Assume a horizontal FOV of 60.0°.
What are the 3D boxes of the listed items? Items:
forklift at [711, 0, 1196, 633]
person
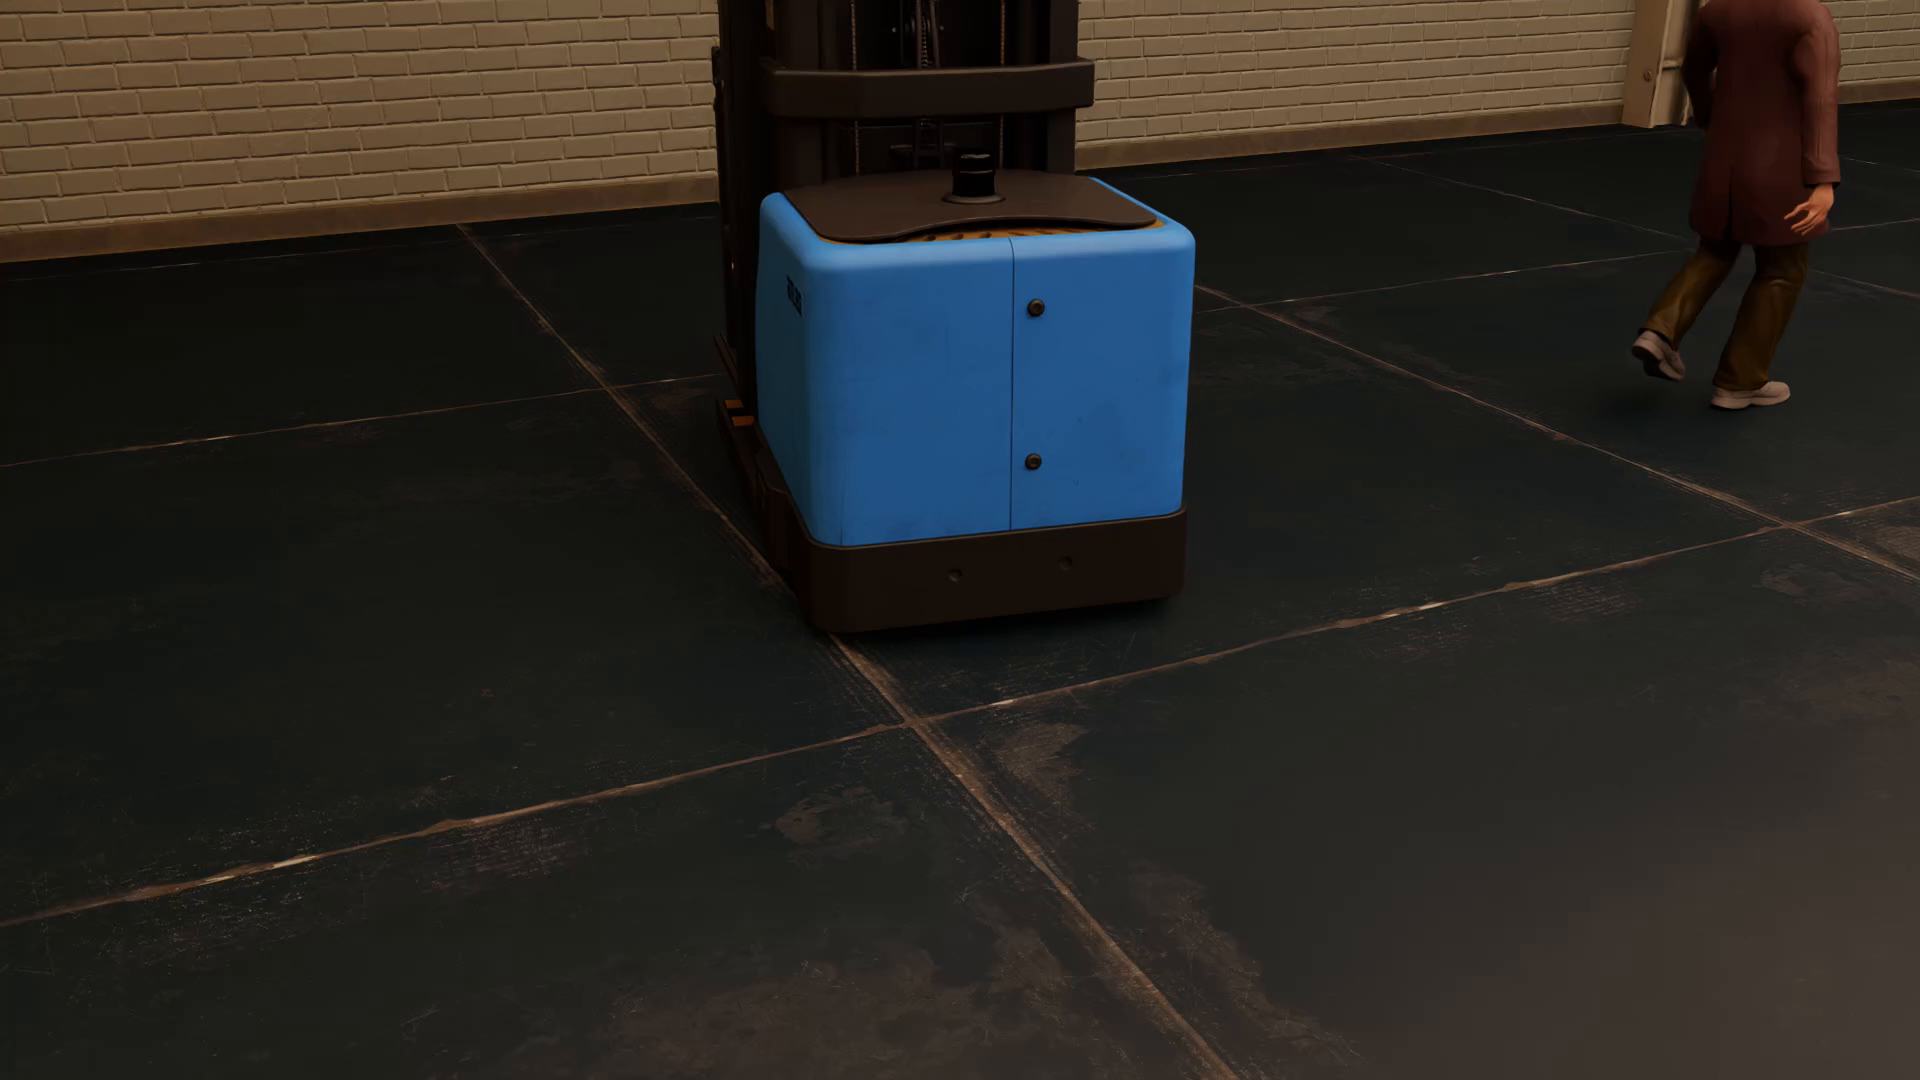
[{"bbox_3d":[-0.244,-1.648,5.252,1.130,2.935,3.031,-6,23,-13],"label":"forklift"},{"bbox_3d":[2.873,-1.324,6.044,0.651,1.732,0.852,-12,25,-26],"label":"person"}]
